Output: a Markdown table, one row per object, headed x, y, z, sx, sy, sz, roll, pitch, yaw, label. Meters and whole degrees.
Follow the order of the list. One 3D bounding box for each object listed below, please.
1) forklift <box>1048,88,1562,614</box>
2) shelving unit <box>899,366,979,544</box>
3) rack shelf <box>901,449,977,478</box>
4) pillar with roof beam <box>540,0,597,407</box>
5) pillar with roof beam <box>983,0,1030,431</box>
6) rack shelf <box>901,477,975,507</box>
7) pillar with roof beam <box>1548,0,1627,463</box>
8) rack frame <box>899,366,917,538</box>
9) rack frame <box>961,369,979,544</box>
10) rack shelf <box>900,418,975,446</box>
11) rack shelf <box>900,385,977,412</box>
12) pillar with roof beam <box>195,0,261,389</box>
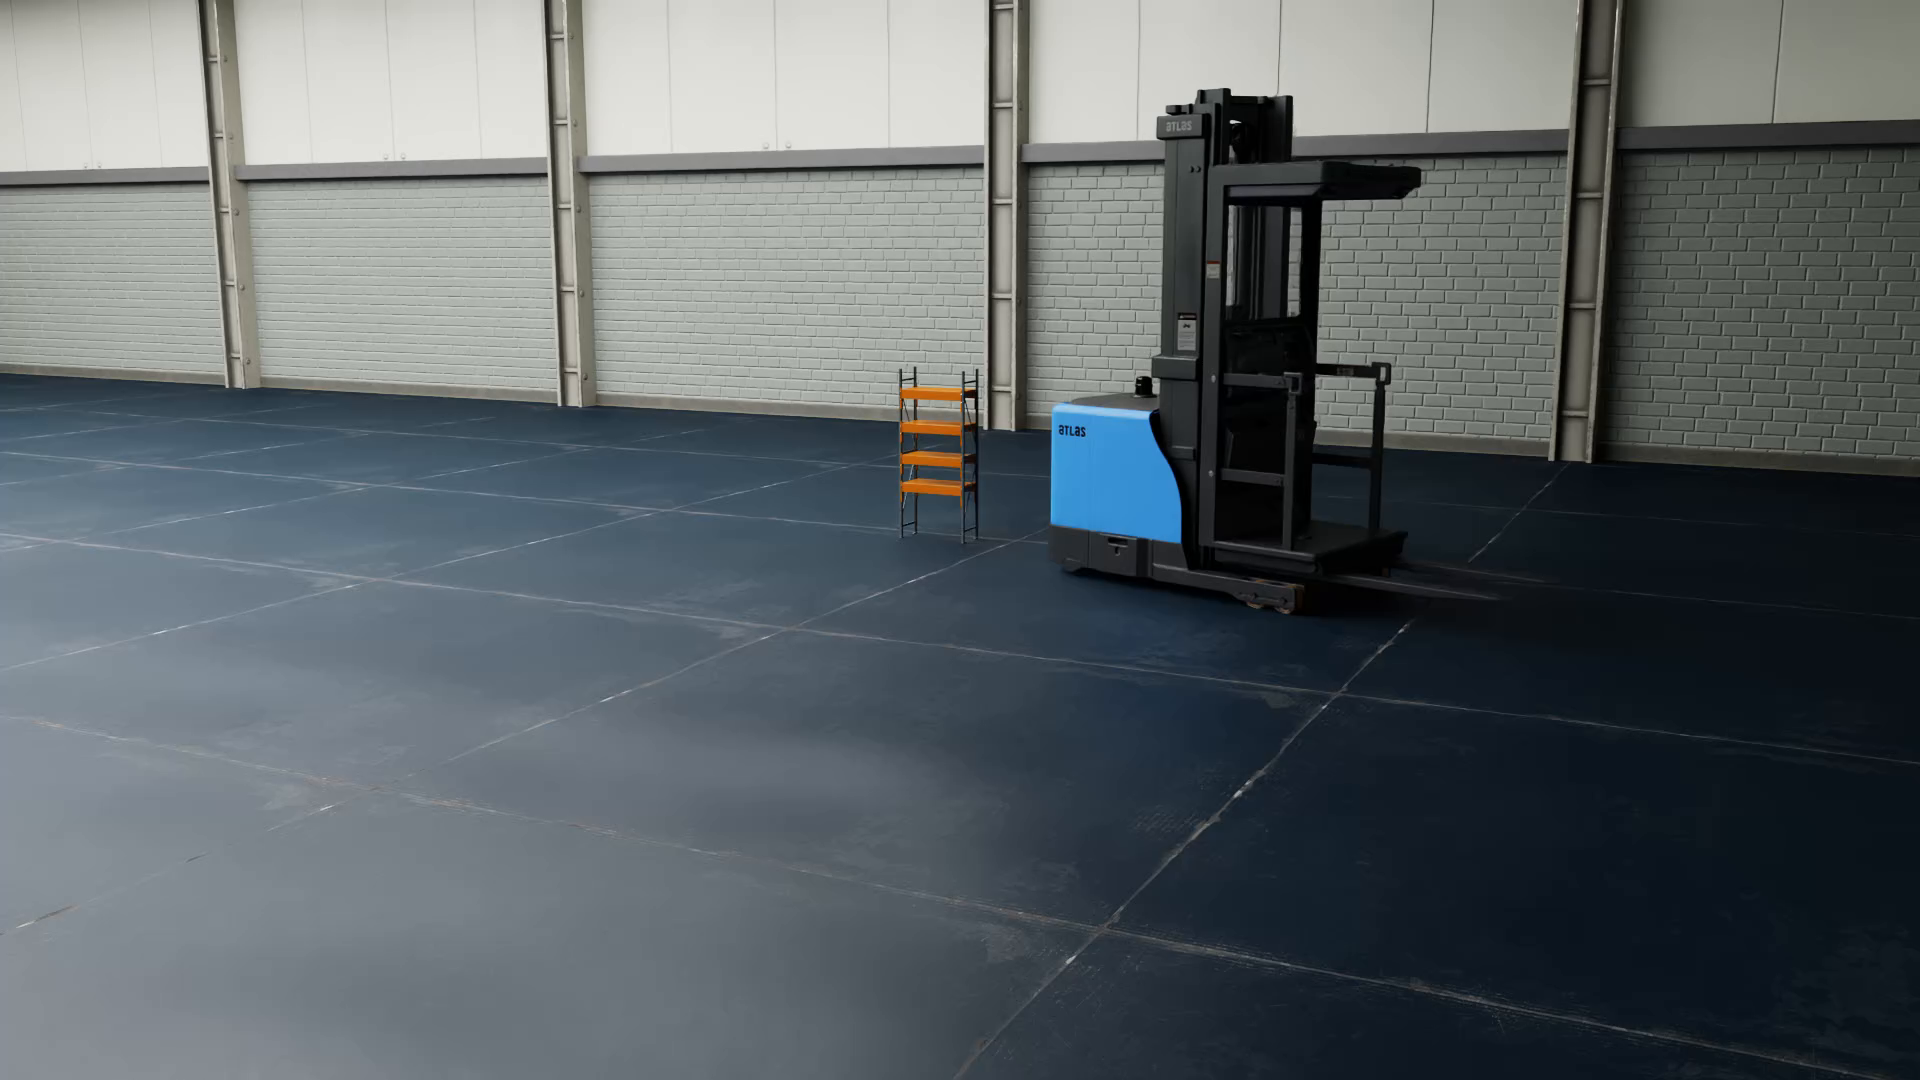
| x | y | z | sx | sy | sz | roll | pitch | yaw | label |
| --- | --- | --- | --- | --- | --- | --- | --- | --- | --- |
| 1.990 | -1.129 | 9.739 | 3.031 | 2.935 | 1.130 | 9 | 14 | 41 | forklift |
| -0.148 | -0.603 | 11.695 | 0.503 | 1.200 | 0.258 | 5 | 11 | 26 | shelving unit |
| -0.148 | -0.537 | 11.707 | 0.480 | 0.148 | 0.258 | 5 | 11 | 26 | rack shelf |
| -6.782 | -5.457 | 16.612 | 0.400 | 9.000 | 9.100 | 5 | 11 | 26 | pillar with roof beam |
| -1.401 | -4.984 | 13.999 | 0.400 | 9.000 | 9.100 | 5 | 11 | 26 | pillar with roof beam |
| -0.148 | -0.342 | 11.743 | 0.480 | 0.148 | 0.258 | 5 | 11 | 26 | rack shelf |
| 3.979 | -4.511 | 11.387 | 0.400 | 9.000 | 9.100 | 5 | 11 | 26 | pillar with roof beam |
| -0.367 | -0.623 | 11.802 | 0.015 | 1.200 | 0.240 | 5 | 11 | 26 | rack frame |
| 0.070 | -0.584 | 11.589 | 0.015 | 1.200 | 0.240 | 5 | 11 | 26 | rack frame |
| -0.148 | -0.757 | 11.668 | 0.480 | 0.148 | 0.258 | 5 | 11 | 26 | rack shelf |
| -0.148 | -0.990 | 11.625 | 0.480 | 0.148 | 0.258 | 5 | 11 | 26 | rack shelf |
| -12.163 | -5.929 | 19.224 | 0.400 | 9.000 | 9.100 | 5 | 11 | 26 | pillar with roof beam |
